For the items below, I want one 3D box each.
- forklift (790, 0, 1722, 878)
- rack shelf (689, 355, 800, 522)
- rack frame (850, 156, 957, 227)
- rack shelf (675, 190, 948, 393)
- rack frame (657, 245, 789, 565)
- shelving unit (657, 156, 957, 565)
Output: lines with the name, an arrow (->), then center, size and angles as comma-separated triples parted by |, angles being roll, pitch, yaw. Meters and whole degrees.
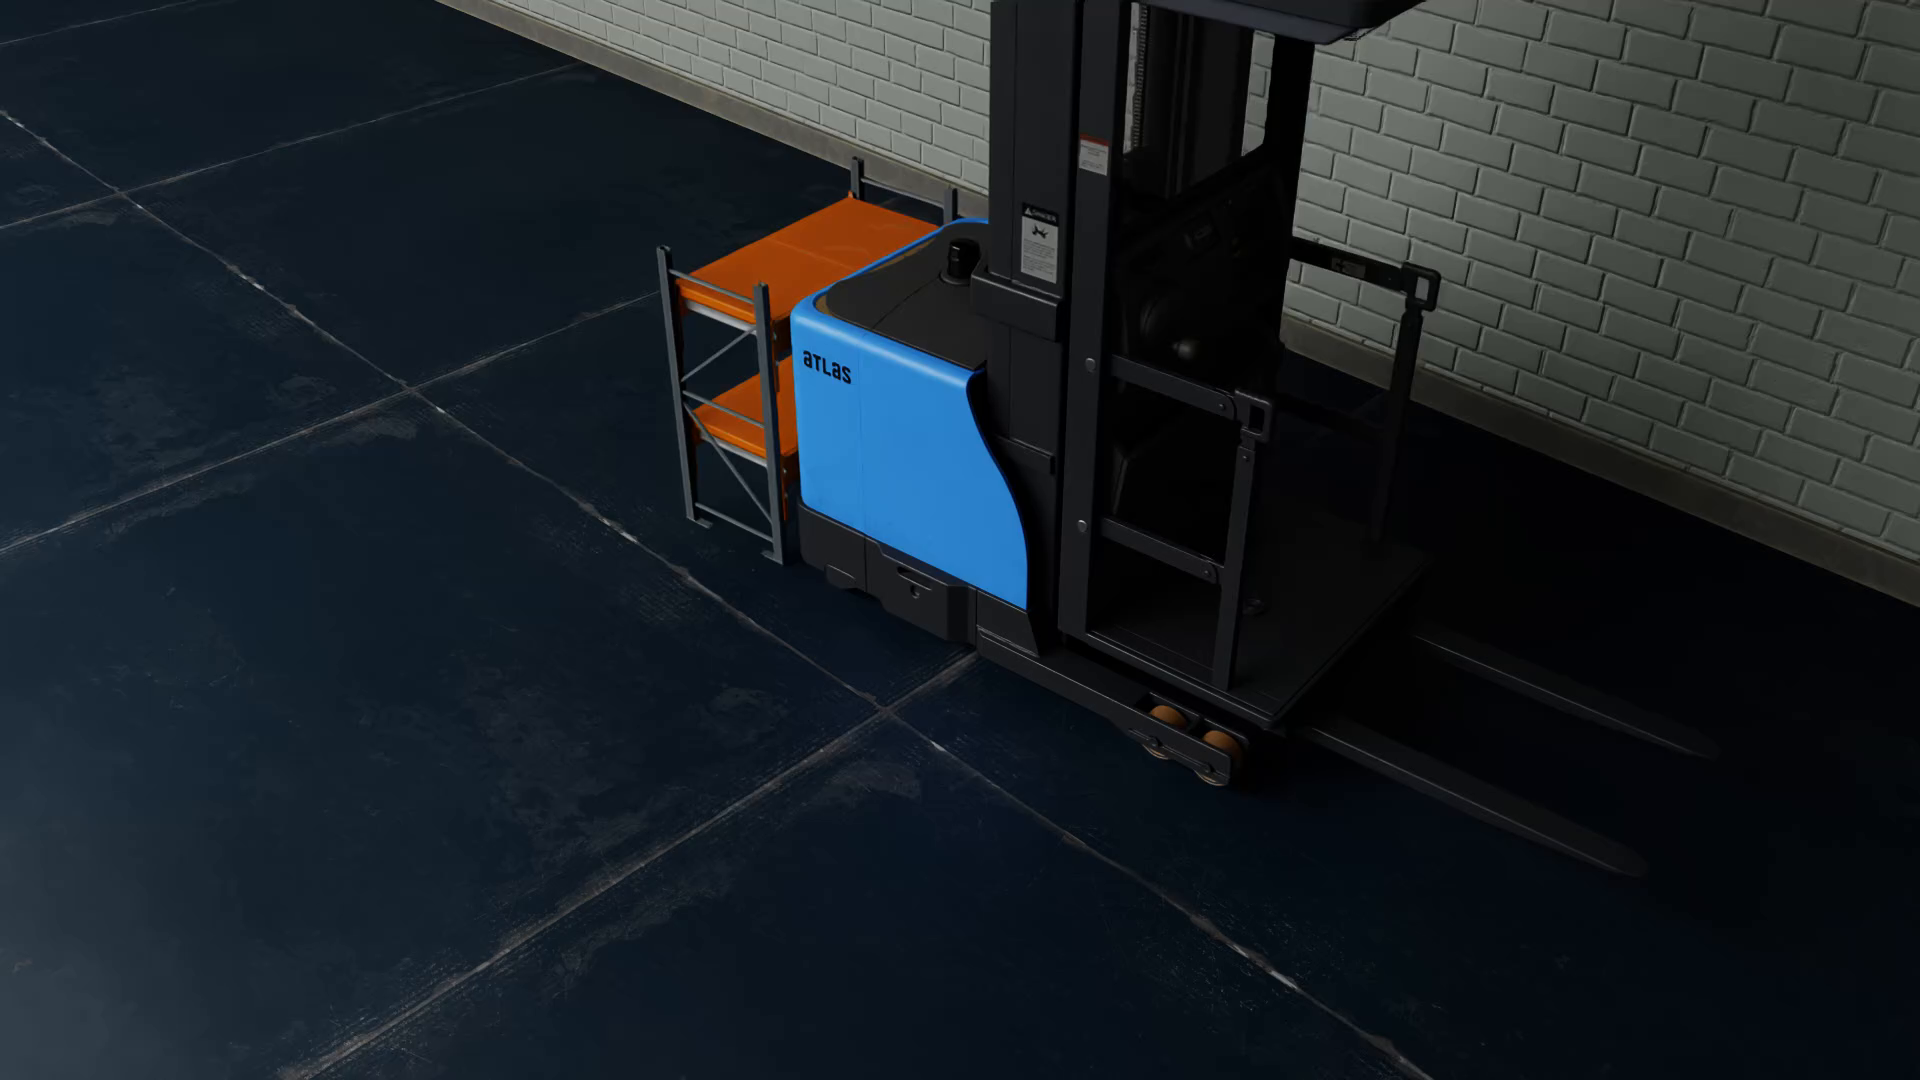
forklift -> 0.887, -0.786, 4.815 | 3.031, 2.935, 1.130 | 25, 42, 31
rack shelf -> -0.528, -0.493, 6.401 | 0.538, 0.278, 1.000 | 24, 41, 30
rack frame -> -0.216, -0.923, 6.590 | 0.500, 1.125, 0.032 | 24, 41, 30
rack shelf -> -0.528, -0.933, 6.093 | 0.538, 0.278, 1.000 | 24, 41, 30
rack frame -> -0.839, -0.464, 5.931 | 0.500, 1.125, 0.032 | 24, 41, 30
shelving unit -> -0.528, -0.693, 6.261 | 0.538, 1.125, 1.048 | 24, 41, 30
